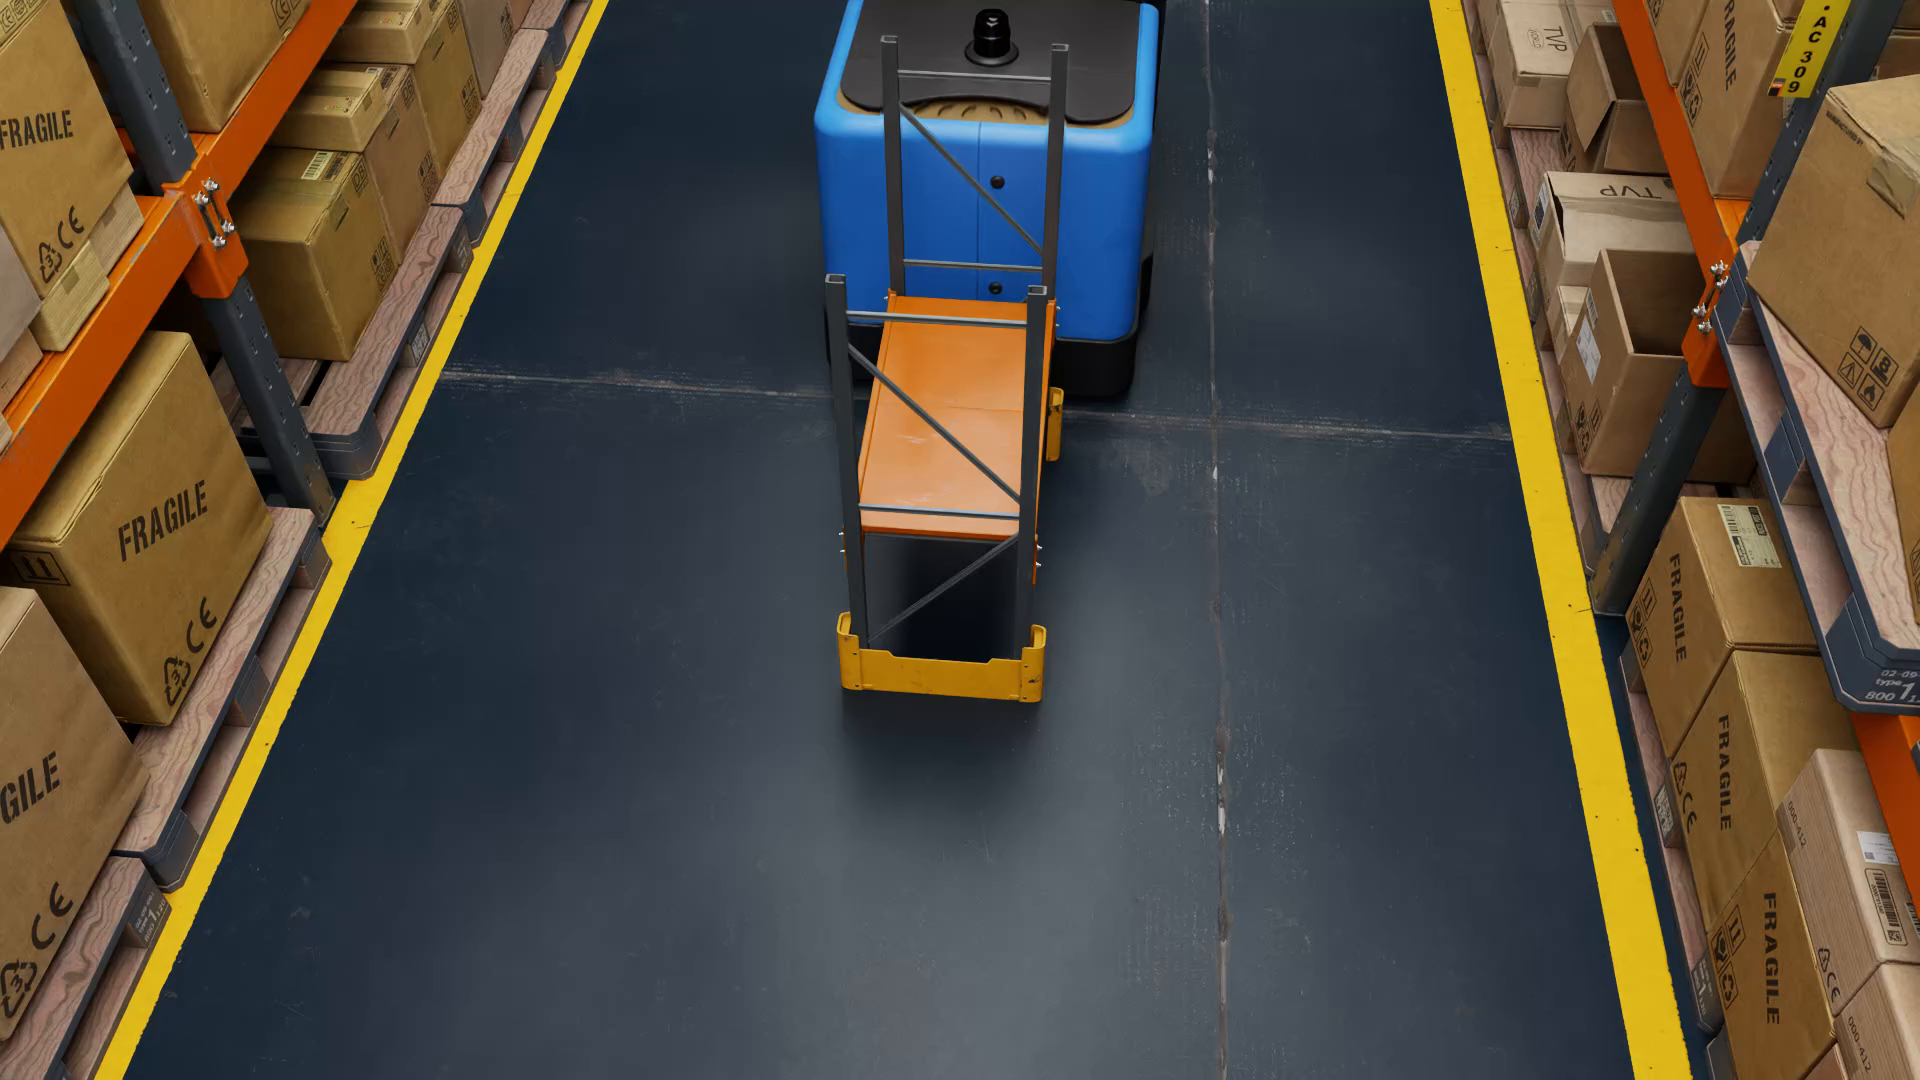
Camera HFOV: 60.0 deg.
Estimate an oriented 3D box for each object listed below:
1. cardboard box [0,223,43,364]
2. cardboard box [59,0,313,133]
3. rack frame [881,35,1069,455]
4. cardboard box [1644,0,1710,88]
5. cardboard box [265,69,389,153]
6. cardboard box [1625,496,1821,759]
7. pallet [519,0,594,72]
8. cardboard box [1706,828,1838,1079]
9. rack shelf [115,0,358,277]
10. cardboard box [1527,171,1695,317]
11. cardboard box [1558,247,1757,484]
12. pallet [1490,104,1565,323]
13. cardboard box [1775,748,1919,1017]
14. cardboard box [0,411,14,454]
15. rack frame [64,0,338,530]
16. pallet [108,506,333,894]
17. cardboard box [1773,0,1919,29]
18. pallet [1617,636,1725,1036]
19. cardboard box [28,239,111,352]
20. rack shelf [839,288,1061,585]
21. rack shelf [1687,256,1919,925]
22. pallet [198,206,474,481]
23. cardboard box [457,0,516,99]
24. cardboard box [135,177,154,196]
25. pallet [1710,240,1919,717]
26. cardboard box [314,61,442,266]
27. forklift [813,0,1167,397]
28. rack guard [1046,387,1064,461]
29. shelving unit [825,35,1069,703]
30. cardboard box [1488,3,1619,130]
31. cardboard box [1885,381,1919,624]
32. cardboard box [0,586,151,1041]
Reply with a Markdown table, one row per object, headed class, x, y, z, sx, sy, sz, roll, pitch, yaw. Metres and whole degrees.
| class | x | y | z | sx | sy | sz | roll | pitch | yaw |
| --- | --- | --- | --- | --- | --- | --- | --- | --- | --- |
| cardboard box | -2.339 | -0.533 | 3.421 | 0.500 | 0.500 | 0.500 | 4 | 48 | 4 |
| cardboard box | -2.445 | -1.622 | 4.498 | 0.980 | 0.700 | 0.700 | 5 | 48 | 4 |
| rack frame | 0.039 | -0.817 | 4.981 | 0.500 | 1.500 | 0.032 | 4 | 48 | 4 |
| cardboard box | 2.258 | -1.590 | 4.604 | 0.500 | 0.500 | 0.500 | 5 | 48 | 5 |
| cardboard box | -2.128 | -1.422 | 5.488 | 0.380 | 0.149 | 0.250 | 5 | 48 | 5 |
| cardboard box | 2.136 | 0.241 | 4.392 | 0.500 | 0.500 | 0.500 | 2 | 48 | 2 |
| pallet | -2.141 | -2.529 | 7.420 | 1.003 | 0.211 | 1.213 | 4 | 48 | 4 |
| cardboard box | 2.045 | 1.001 | 3.698 | 0.500 | 0.500 | 0.500 | 4 | 48 | 4 |
| rack shelf | -2.329 | -2.350 | 5.854 | 1.077 | 0.370 | 4.000 | 4 | 48 | 4 |
| cardboard box | 2.260 | -1.023 | 5.677 | 0.500 | 0.311 | 0.500 | 4 | 48 | 4 |
| cardboard box | 2.192 | -0.536 | 5.103 | 0.500 | 0.500 | 0.500 | 4 | 48 | 4 |
| pallet | 2.595 | -1.255 | 6.255 | 1.003 | 0.211 | 1.213 | 4 | 48 | 4 |
| cardboard box | 2.045 | 0.723 | 3.444 | 0.500 | 0.250 | 0.500 | 4 | 48 | 4 |
| cardboard box | -2.293 | -0.205 | 3.562 | 0.380 | 0.149 | 0.250 | 4 | 48 | 4 |
| rack frame | -2.511 | -1.123 | 4.245 | 1.000 | 3.000 | 0.127 | 4 | 48 | 4 |
| pallet | -2.506 | 0.390 | 4.750 | 1.003 | 0.211 | 1.213 | 4 | 48 | 4 |
| cardboard box | 2.211 | -1.553 | 3.892 | 0.500 | 0.500 | 0.500 | 4 | 48 | 4 |
| pallet | 2.386 | 0.748 | 4.423 | 1.003 | 0.211 | 1.213 | 4 | 48 | 4 |
| cardboard box | -2.259 | -0.591 | 3.914 | 0.380 | 0.149 | 0.250 | 5 | 48 | 4 |
| rack shelf | -0.008 | -0.322 | 4.772 | 0.538 | 0.185 | 1.000 | 4 | 48 | 4 |
| rack shelf | 2.240 | 0.919 | 2.864 | 1.077 | 0.370 | 4.000 | 4 | 48 | 4 |
| pallet | -2.364 | -0.736 | 5.780 | 1.003 | 0.211 | 1.213 | 4 | 48 | 4 |
| cardboard box | -2.201 | -2.102 | 6.550 | 0.700 | 0.500 | 0.500 | 2 | 48 | 2 |
| cardboard box | -2.552 | -1.090 | 5.184 | 0.380 | 0.149 | 0.250 | 4 | 48 | 3 |
| pallet | 2.241 | -0.148 | 3.483 | 1.003 | 0.211 | 1.213 | 4 | 48 | 4 |
| cardboard box | -2.292 | -1.333 | 5.846 | 0.700 | 0.500 | 0.500 | 3 | 48 | 3 |
| forklift | 0.218 | -2.565 | 5.610 | 1.130 | 2.935 | 3.031 | 5 | 48 | 4 |
| rack guard | 0.038 | -0.394 | 5.441 | 0.587 | 0.250 | 0.087 | 4 | 48 | 4 |
| shelving unit | -0.007 | -0.450 | 4.645 | 0.587 | 1.500 | 1.083 | 4 | 48 | 4 |
| cardboard box | 2.364 | -1.838 | 6.463 | 0.500 | 0.250 | 0.500 | 4 | 48 | 4 |
| cardboard box | 2.157 | -0.126 | 2.980 | 0.700 | 0.500 | 0.500 | 11 | 48 | 10 |
| cardboard box | -2.519 | 0.600 | 3.841 | 0.750 | 0.750 | 0.750 | 5 | 48 | 5 |
